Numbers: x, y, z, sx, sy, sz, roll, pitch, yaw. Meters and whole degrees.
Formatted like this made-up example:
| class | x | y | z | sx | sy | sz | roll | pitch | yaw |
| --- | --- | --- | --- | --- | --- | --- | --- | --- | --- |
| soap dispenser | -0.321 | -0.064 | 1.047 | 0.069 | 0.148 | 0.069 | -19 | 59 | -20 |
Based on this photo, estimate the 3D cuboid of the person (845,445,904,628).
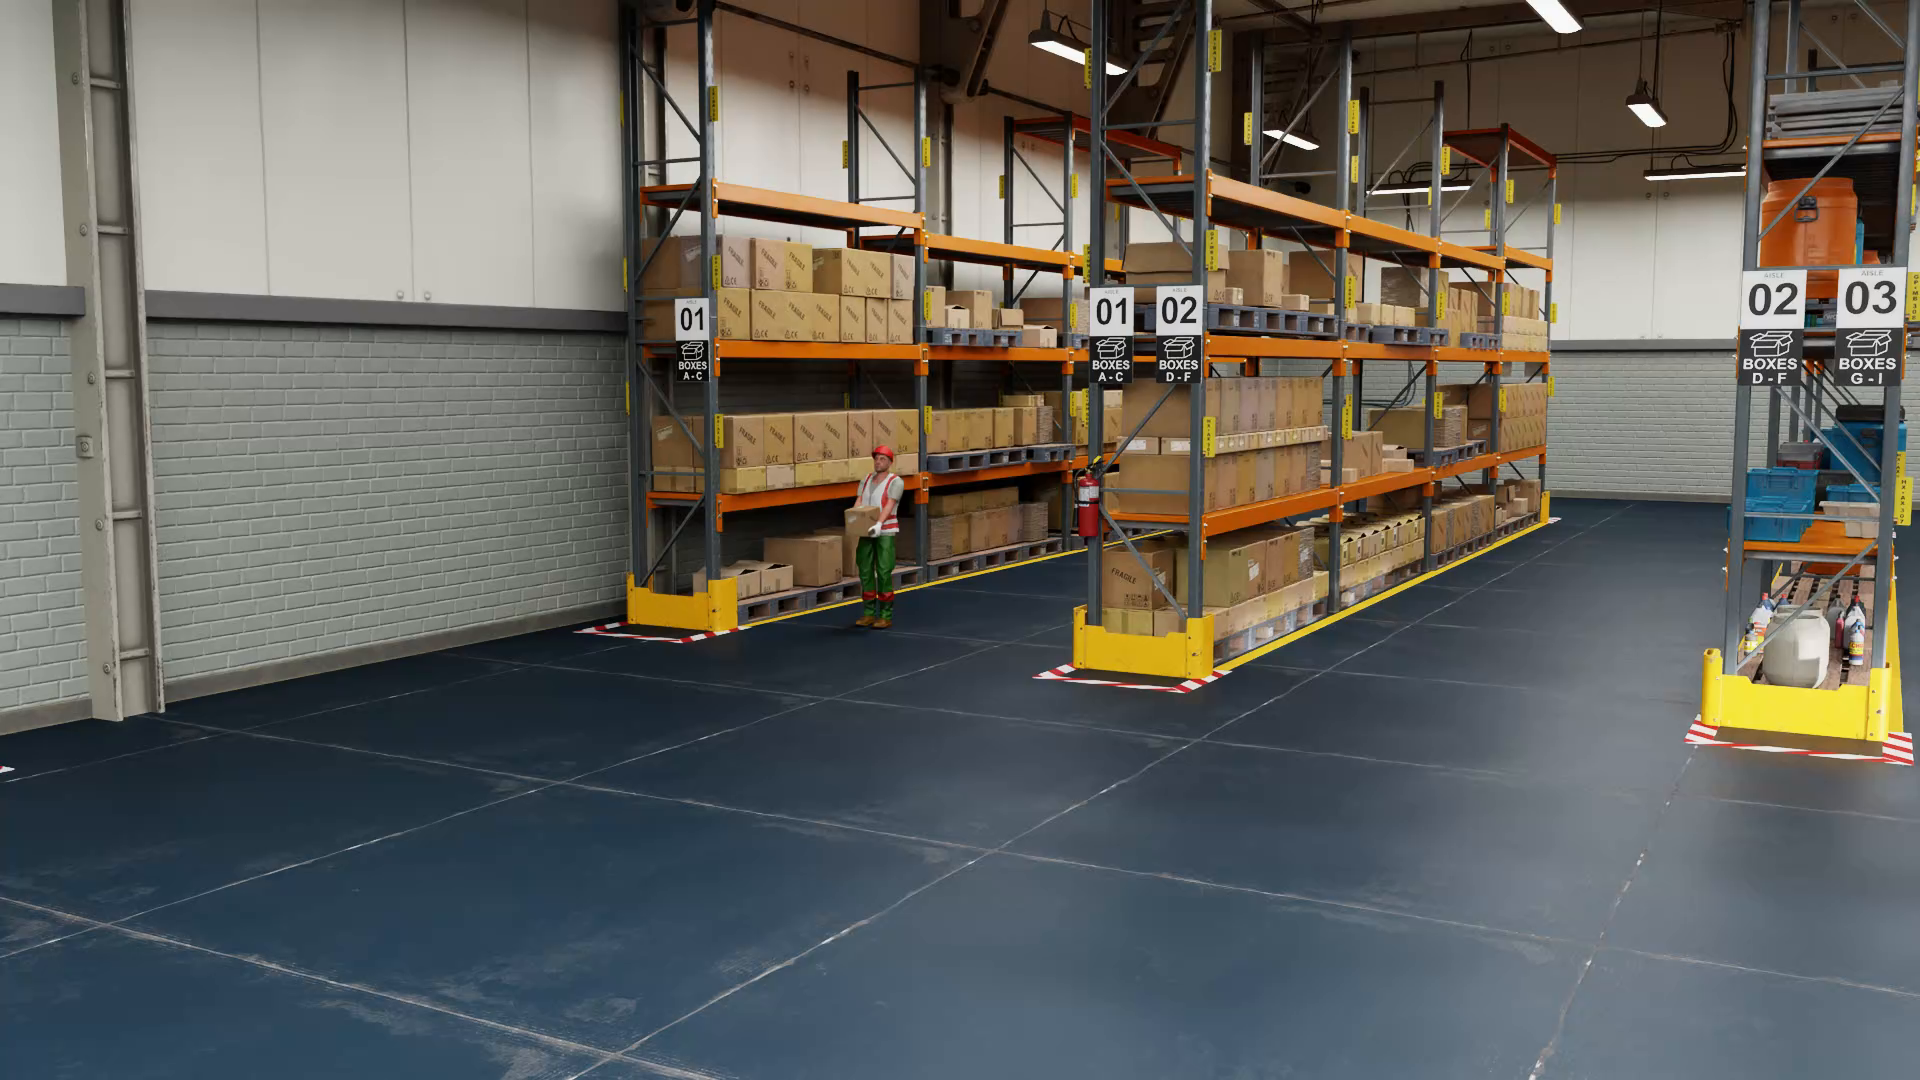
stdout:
| class | x | y | z | sx | sy | sz | roll | pitch | yaw |
| --- | --- | --- | --- | --- | --- | --- | --- | --- | --- |
| person | -0.843 | -0.030 | 16.281 | 0.494 | 1.782 | 0.573 | 3 | 7 | 29 |
